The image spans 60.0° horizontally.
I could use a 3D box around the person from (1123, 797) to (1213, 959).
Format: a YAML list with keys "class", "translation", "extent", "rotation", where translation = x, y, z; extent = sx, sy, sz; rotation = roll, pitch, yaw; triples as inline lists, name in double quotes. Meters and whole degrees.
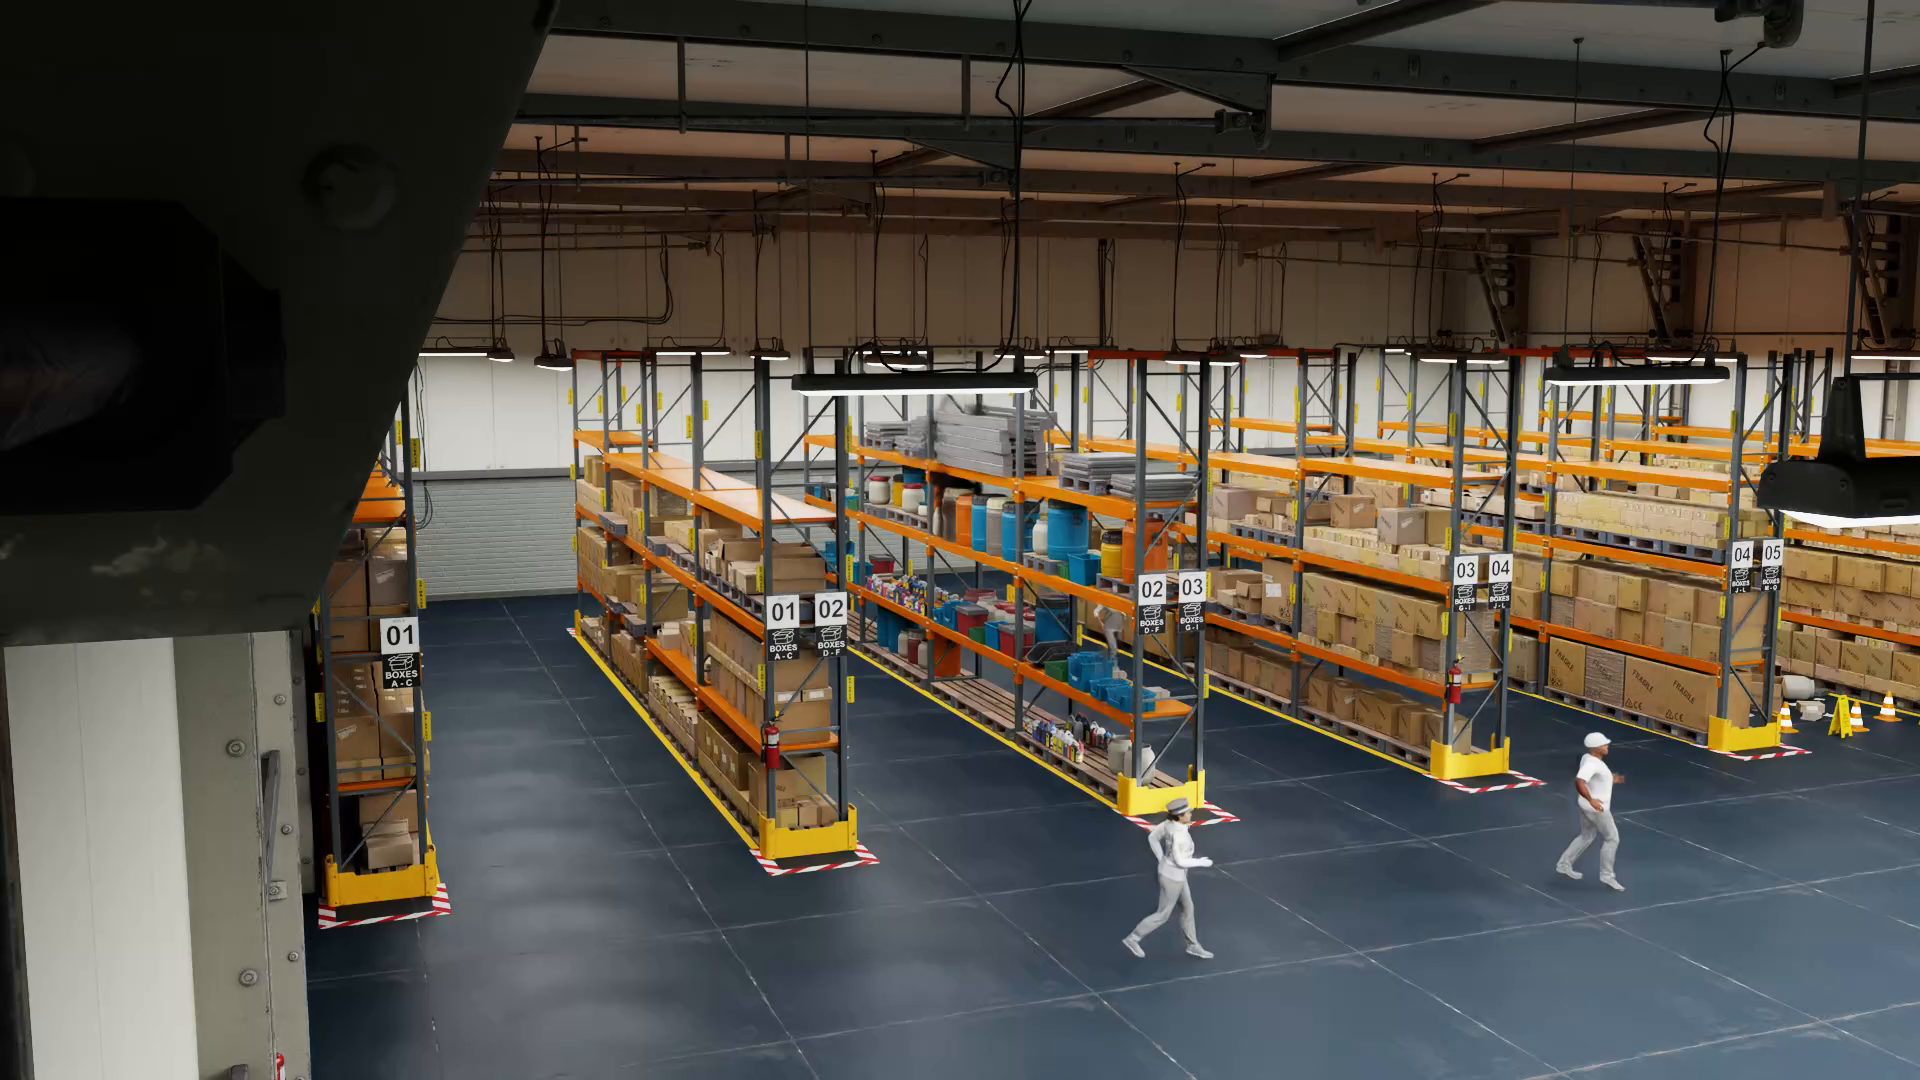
- class: "person"
  translation: [2.105, 3.414, 16.724]
  extent: [0.935, 1.691, 0.583]
  rotation: [0, 7, 0]

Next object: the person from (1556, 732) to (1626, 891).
- class: "person"
  translation: [7.245, 3.094, 19.029]
  extent: [0.738, 1.820, 0.678]
  rotation: [1, 7, 7]

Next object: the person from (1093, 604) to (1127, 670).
- class: "person"
  translation: [2.675, 1.612, 29.169]
  extent: [0.537, 1.614, 0.830]
  rotation: [-5, 8, -33]
